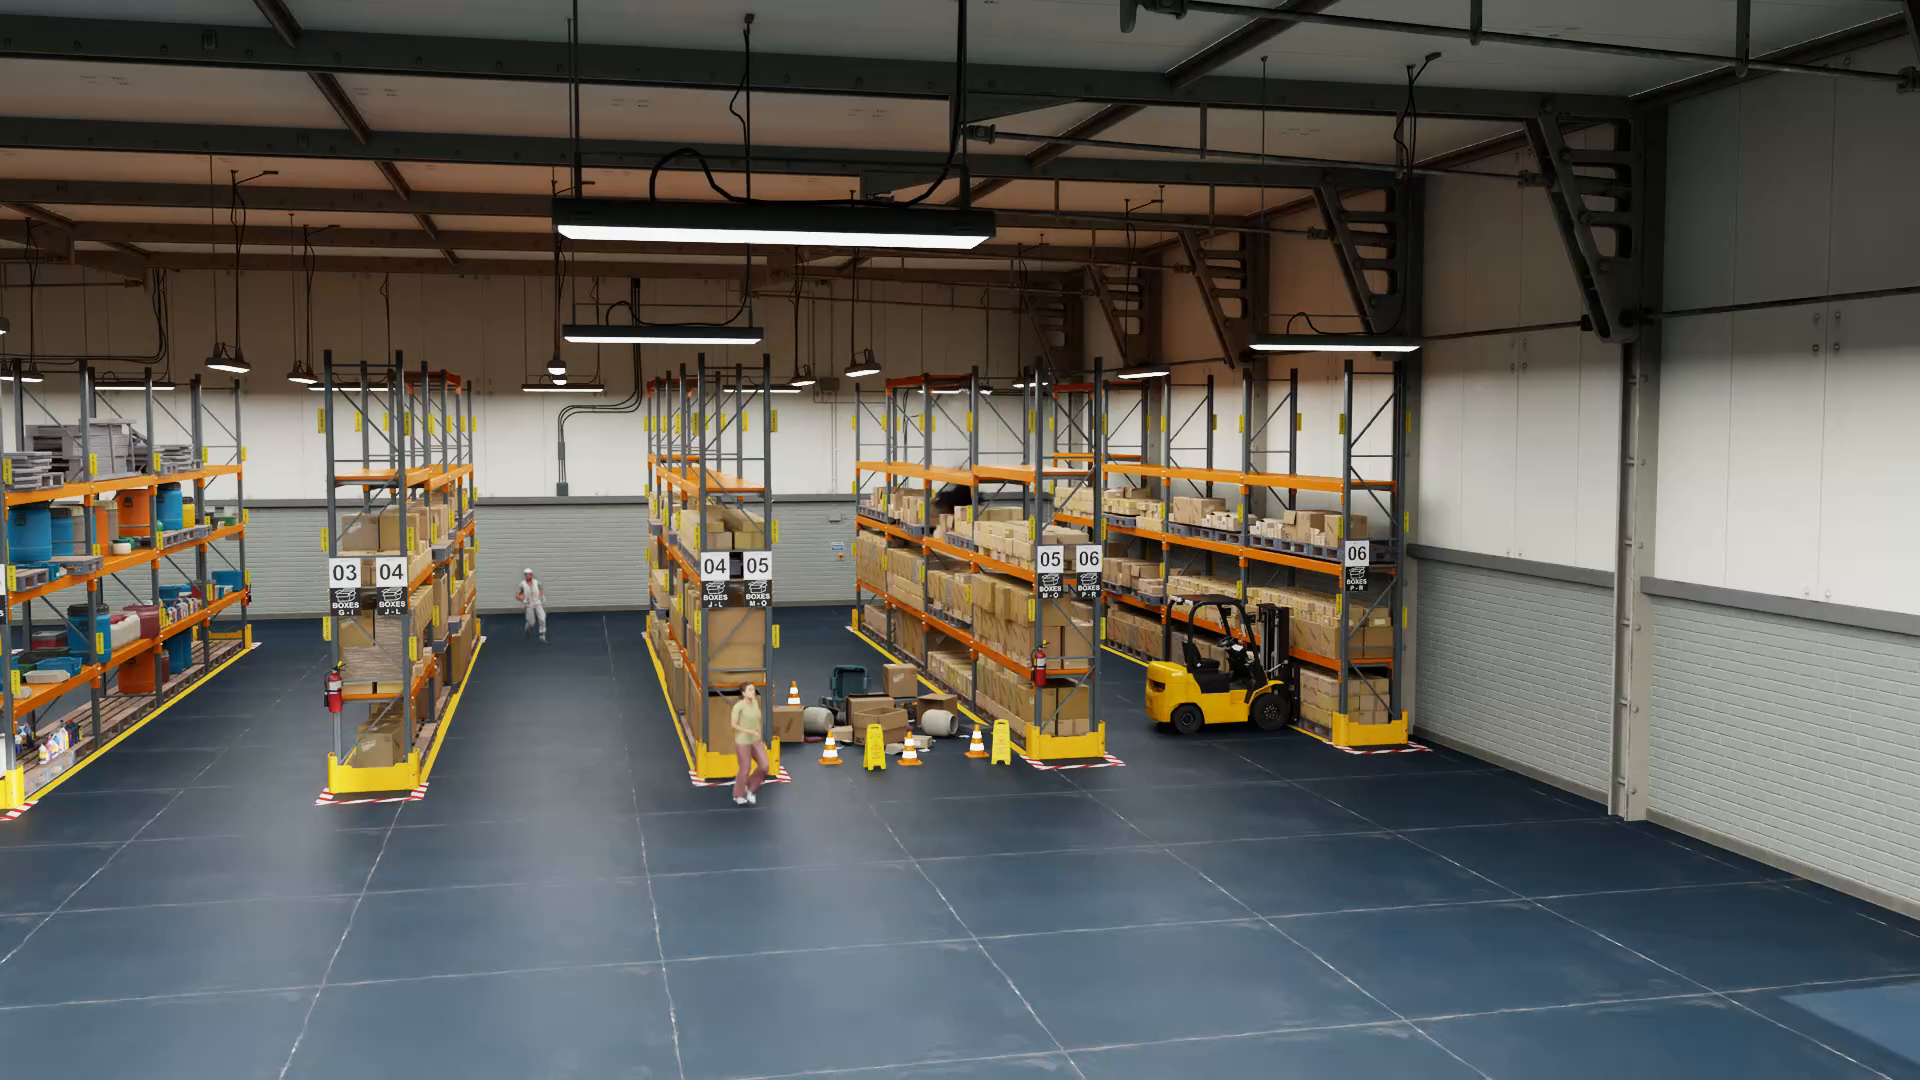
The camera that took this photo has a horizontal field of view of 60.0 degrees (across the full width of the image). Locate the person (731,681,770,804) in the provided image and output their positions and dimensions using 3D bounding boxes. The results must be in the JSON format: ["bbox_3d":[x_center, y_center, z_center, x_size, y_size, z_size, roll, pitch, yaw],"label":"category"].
[{"bbox_3d":[-2.746,2.661,21.780,0.619,1.649,0.599,4,5,43],"label":"person"}]

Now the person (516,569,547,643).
[{"bbox_3d":[-9.851,1.506,38.193,0.674,1.710,0.637,-3,5,-33],"label":"person"}]
